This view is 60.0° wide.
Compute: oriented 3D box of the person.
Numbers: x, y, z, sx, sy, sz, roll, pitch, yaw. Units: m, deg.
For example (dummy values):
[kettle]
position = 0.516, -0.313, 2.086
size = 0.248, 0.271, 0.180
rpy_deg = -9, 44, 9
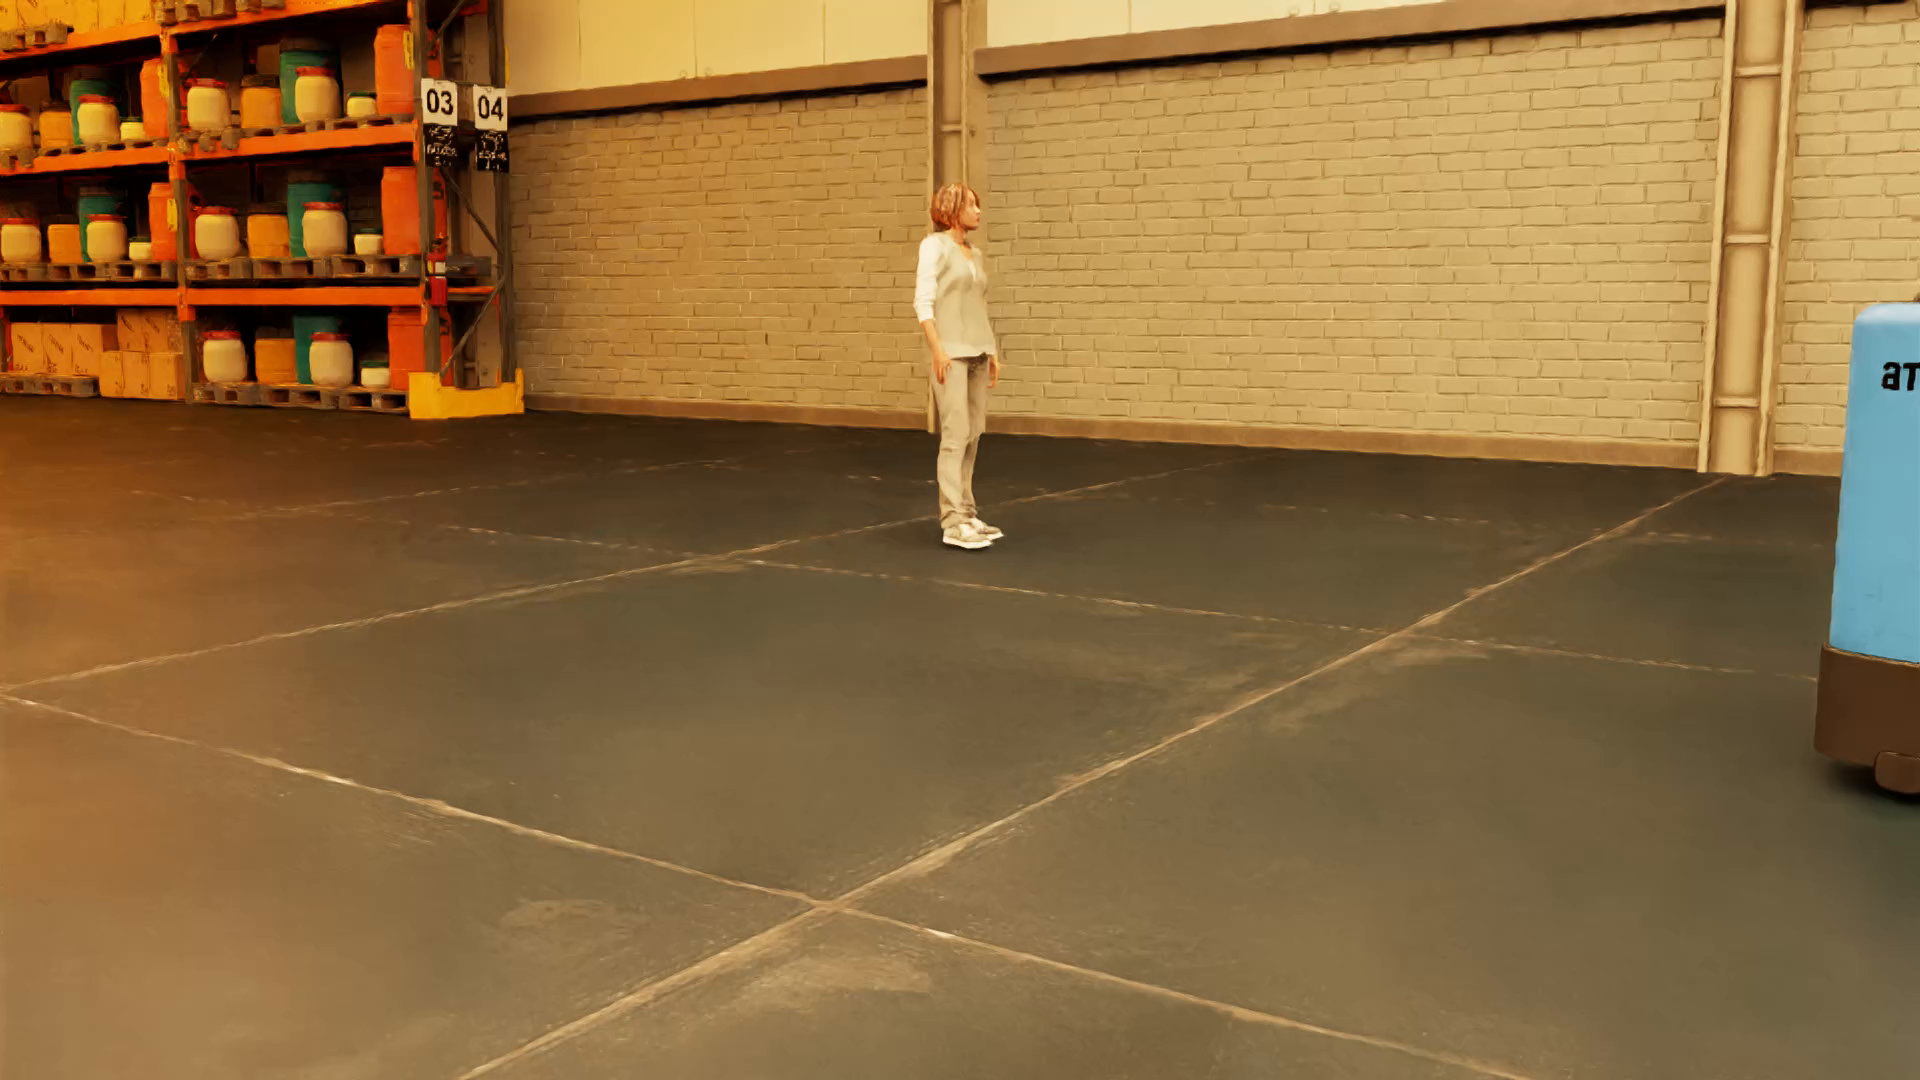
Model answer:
[person]
position = 0.054, -0.790, 7.438
size = 0.474, 1.597, 0.521
rpy_deg = 5, 10, 34

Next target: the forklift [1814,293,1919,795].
[forklift]
position = 3.166, -0.770, 2.609
size = 1.130, 2.935, 3.031
rpy_deg = -5, 10, -33
